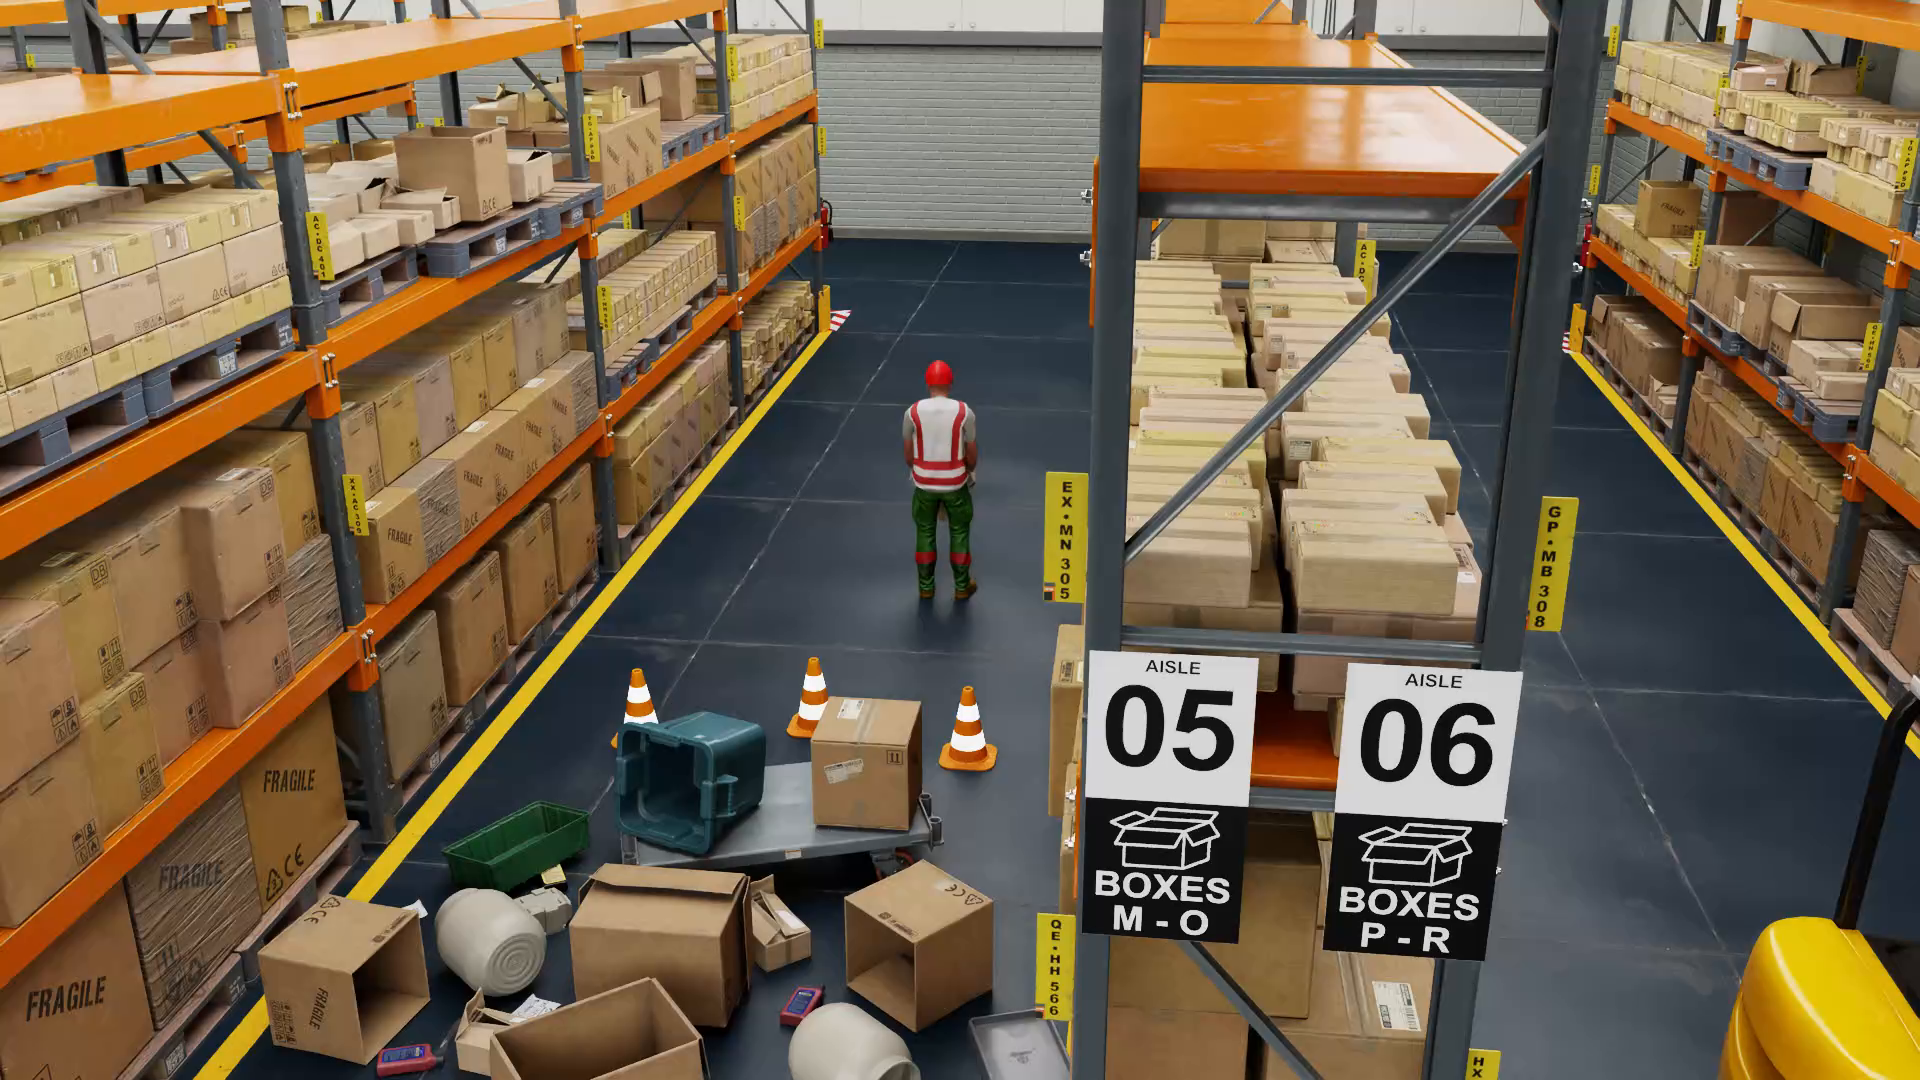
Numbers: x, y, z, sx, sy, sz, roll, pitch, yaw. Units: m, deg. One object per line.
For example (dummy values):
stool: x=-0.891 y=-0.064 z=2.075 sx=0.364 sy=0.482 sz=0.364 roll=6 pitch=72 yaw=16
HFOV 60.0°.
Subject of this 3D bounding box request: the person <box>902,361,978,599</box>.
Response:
person: x=-0.143 y=-0.432 z=12.179 sx=0.544 sy=1.786 sz=0.414 roll=2 pitch=21 yaw=5
